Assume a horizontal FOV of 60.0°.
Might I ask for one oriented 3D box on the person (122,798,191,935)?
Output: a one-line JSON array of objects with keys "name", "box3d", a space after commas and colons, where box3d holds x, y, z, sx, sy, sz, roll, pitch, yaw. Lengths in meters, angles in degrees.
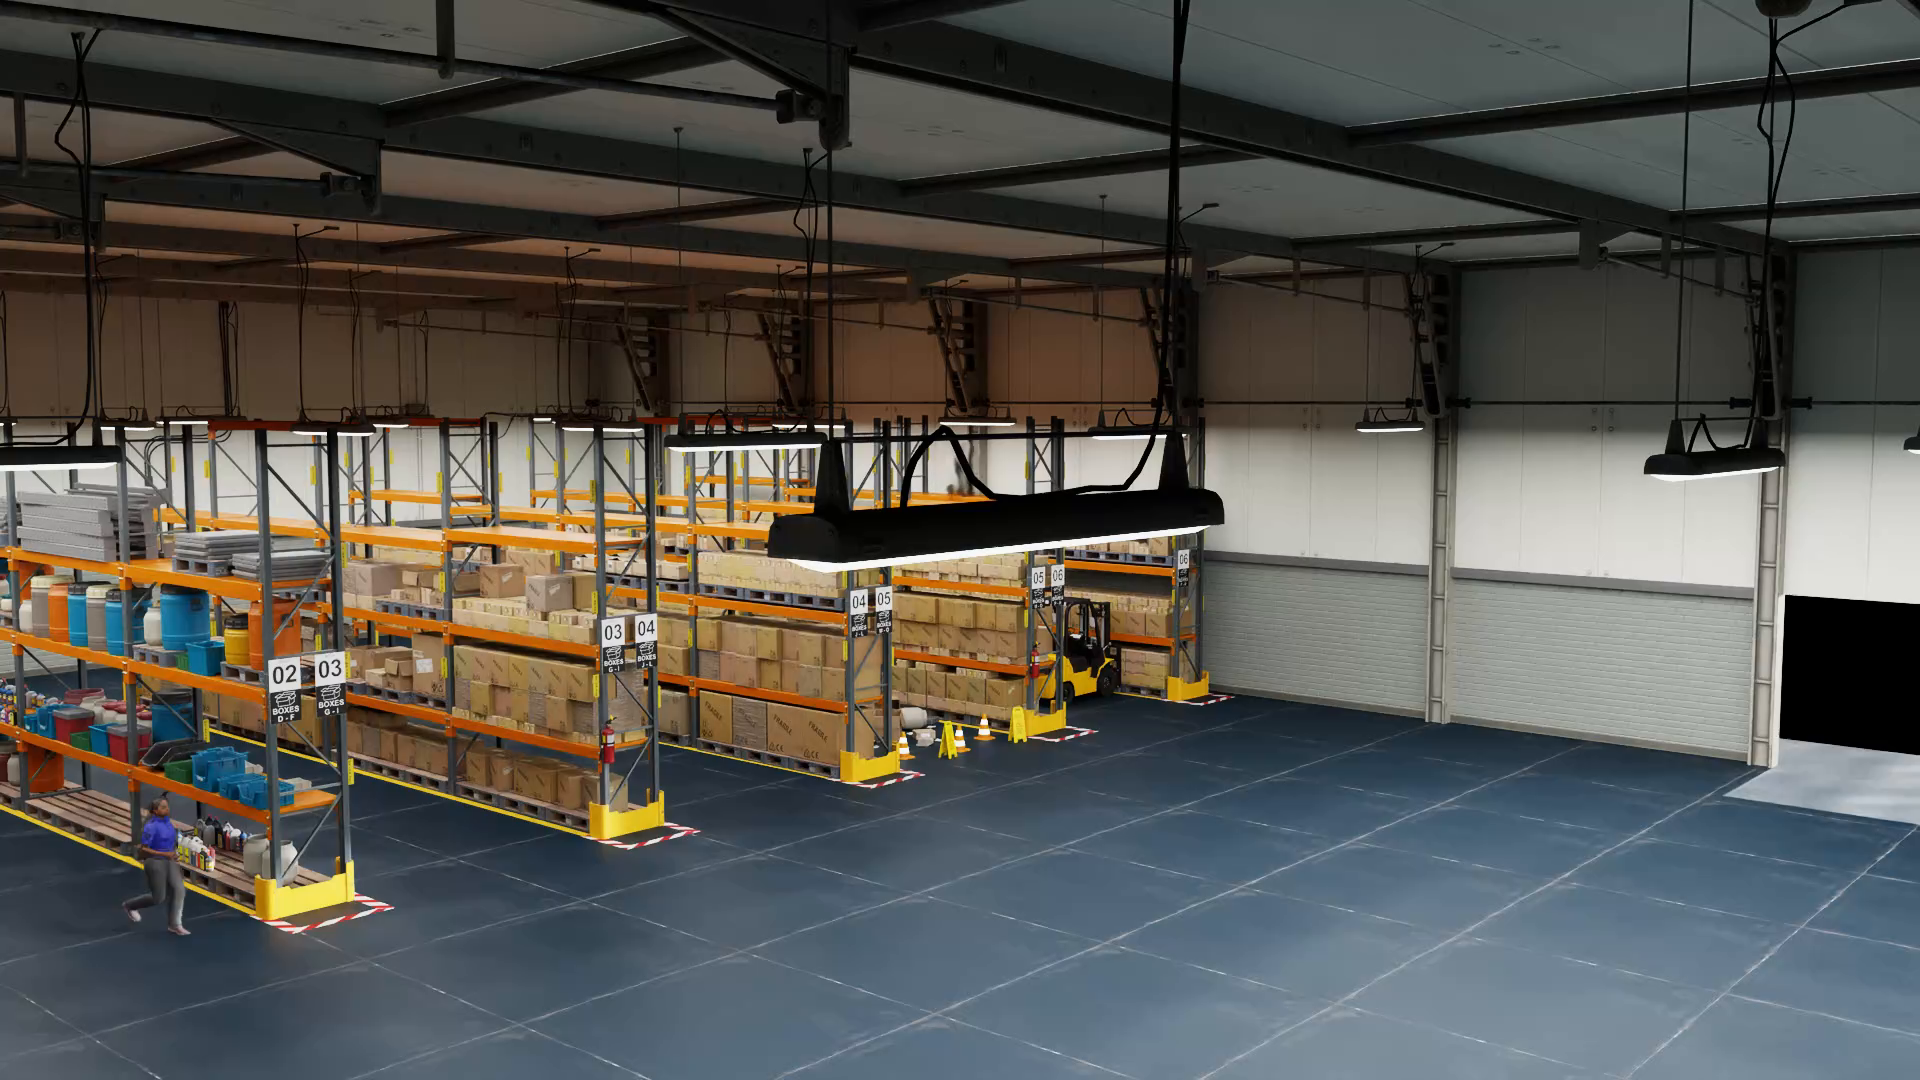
[{"name": "person", "box3d": [-9.585, 3.833, 19.817, 0.790, 1.554, 0.586, 1, 5, 9]}]
